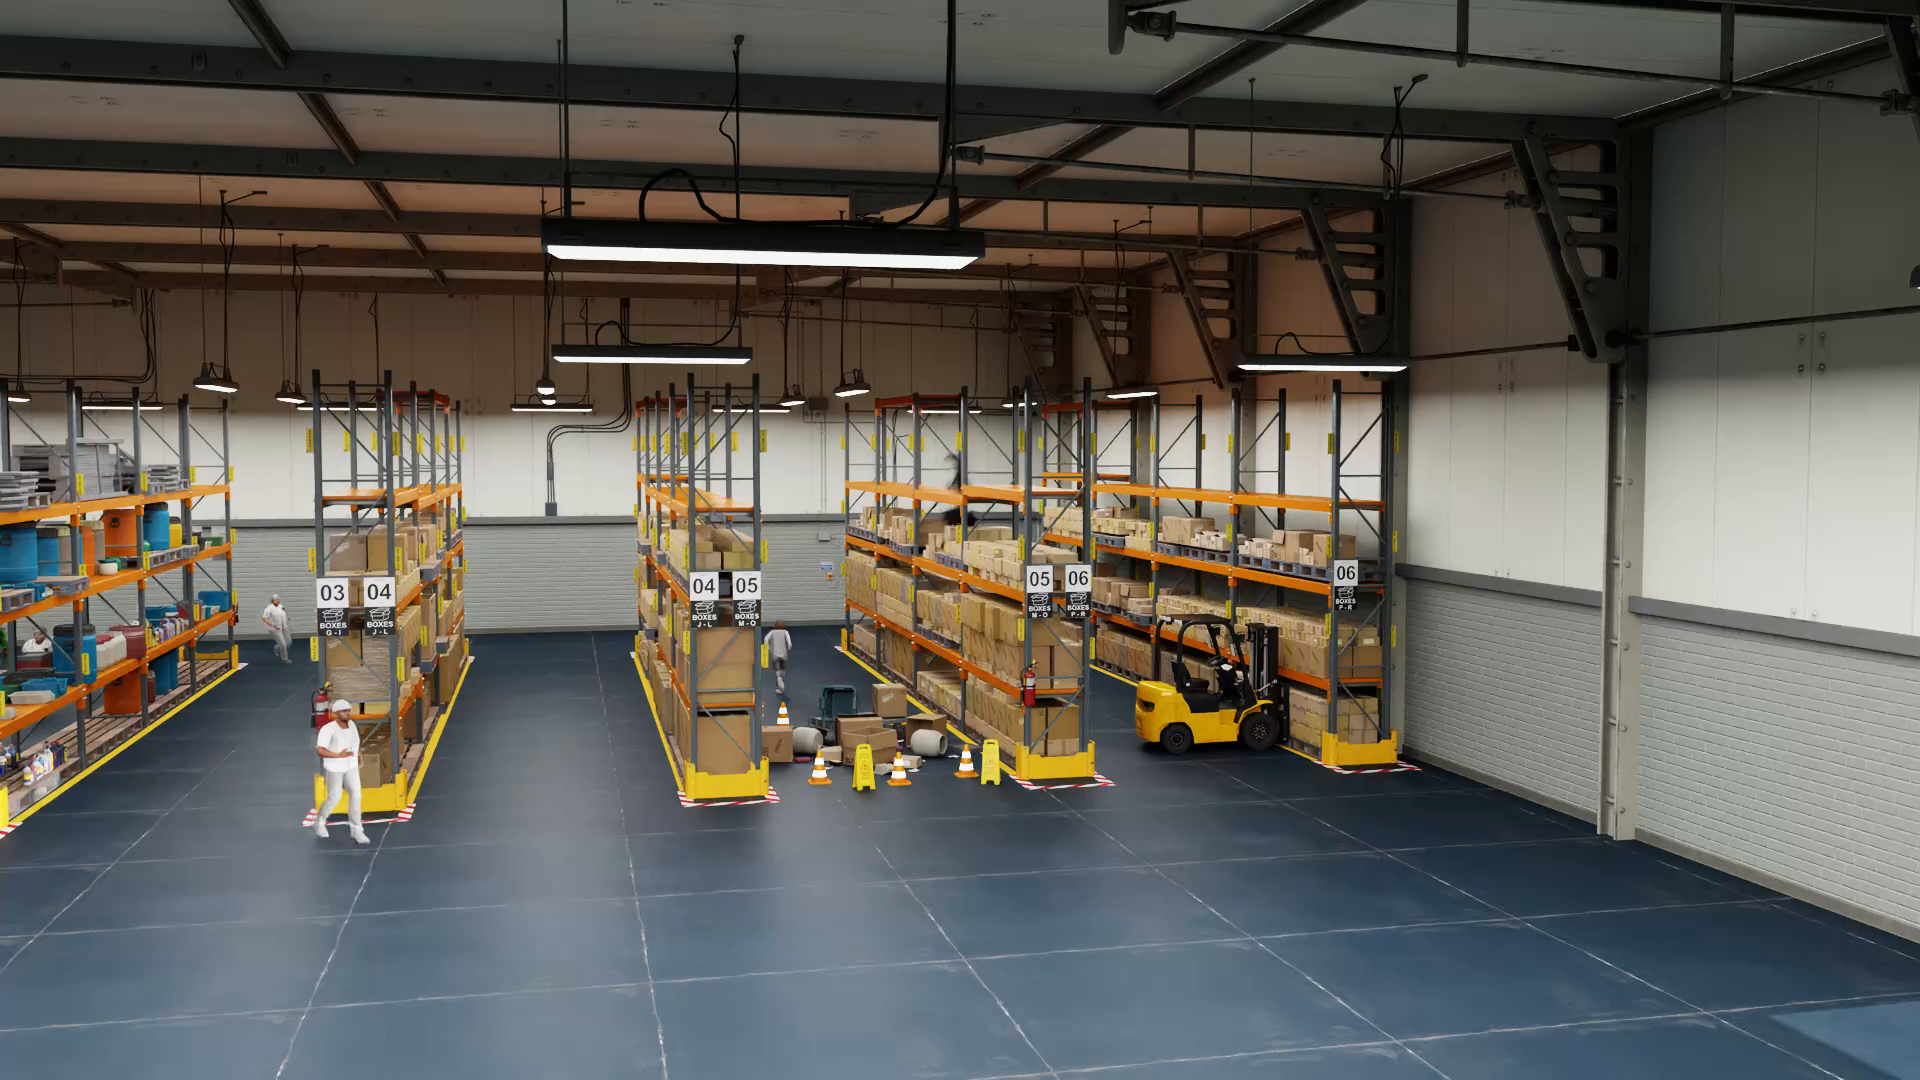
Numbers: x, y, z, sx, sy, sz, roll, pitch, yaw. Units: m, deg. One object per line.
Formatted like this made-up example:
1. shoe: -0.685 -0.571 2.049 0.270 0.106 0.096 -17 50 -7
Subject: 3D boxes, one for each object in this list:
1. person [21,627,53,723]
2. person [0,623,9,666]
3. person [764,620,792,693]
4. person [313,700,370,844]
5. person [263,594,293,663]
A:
1. person: -16.700 2.419 30.255 0.683 1.757 0.785 0 3 -8
2. person: -21.430 1.963 36.849 0.900 1.811 0.670 1 3 17
3. person: -3.662 2.364 33.397 0.562 1.441 0.792 0 3 -6
4. person: -7.798 2.905 20.940 0.834 1.809 0.722 2 4 30
5. person: -15.593 2.026 37.903 0.535 1.608 0.636 2 4 26
